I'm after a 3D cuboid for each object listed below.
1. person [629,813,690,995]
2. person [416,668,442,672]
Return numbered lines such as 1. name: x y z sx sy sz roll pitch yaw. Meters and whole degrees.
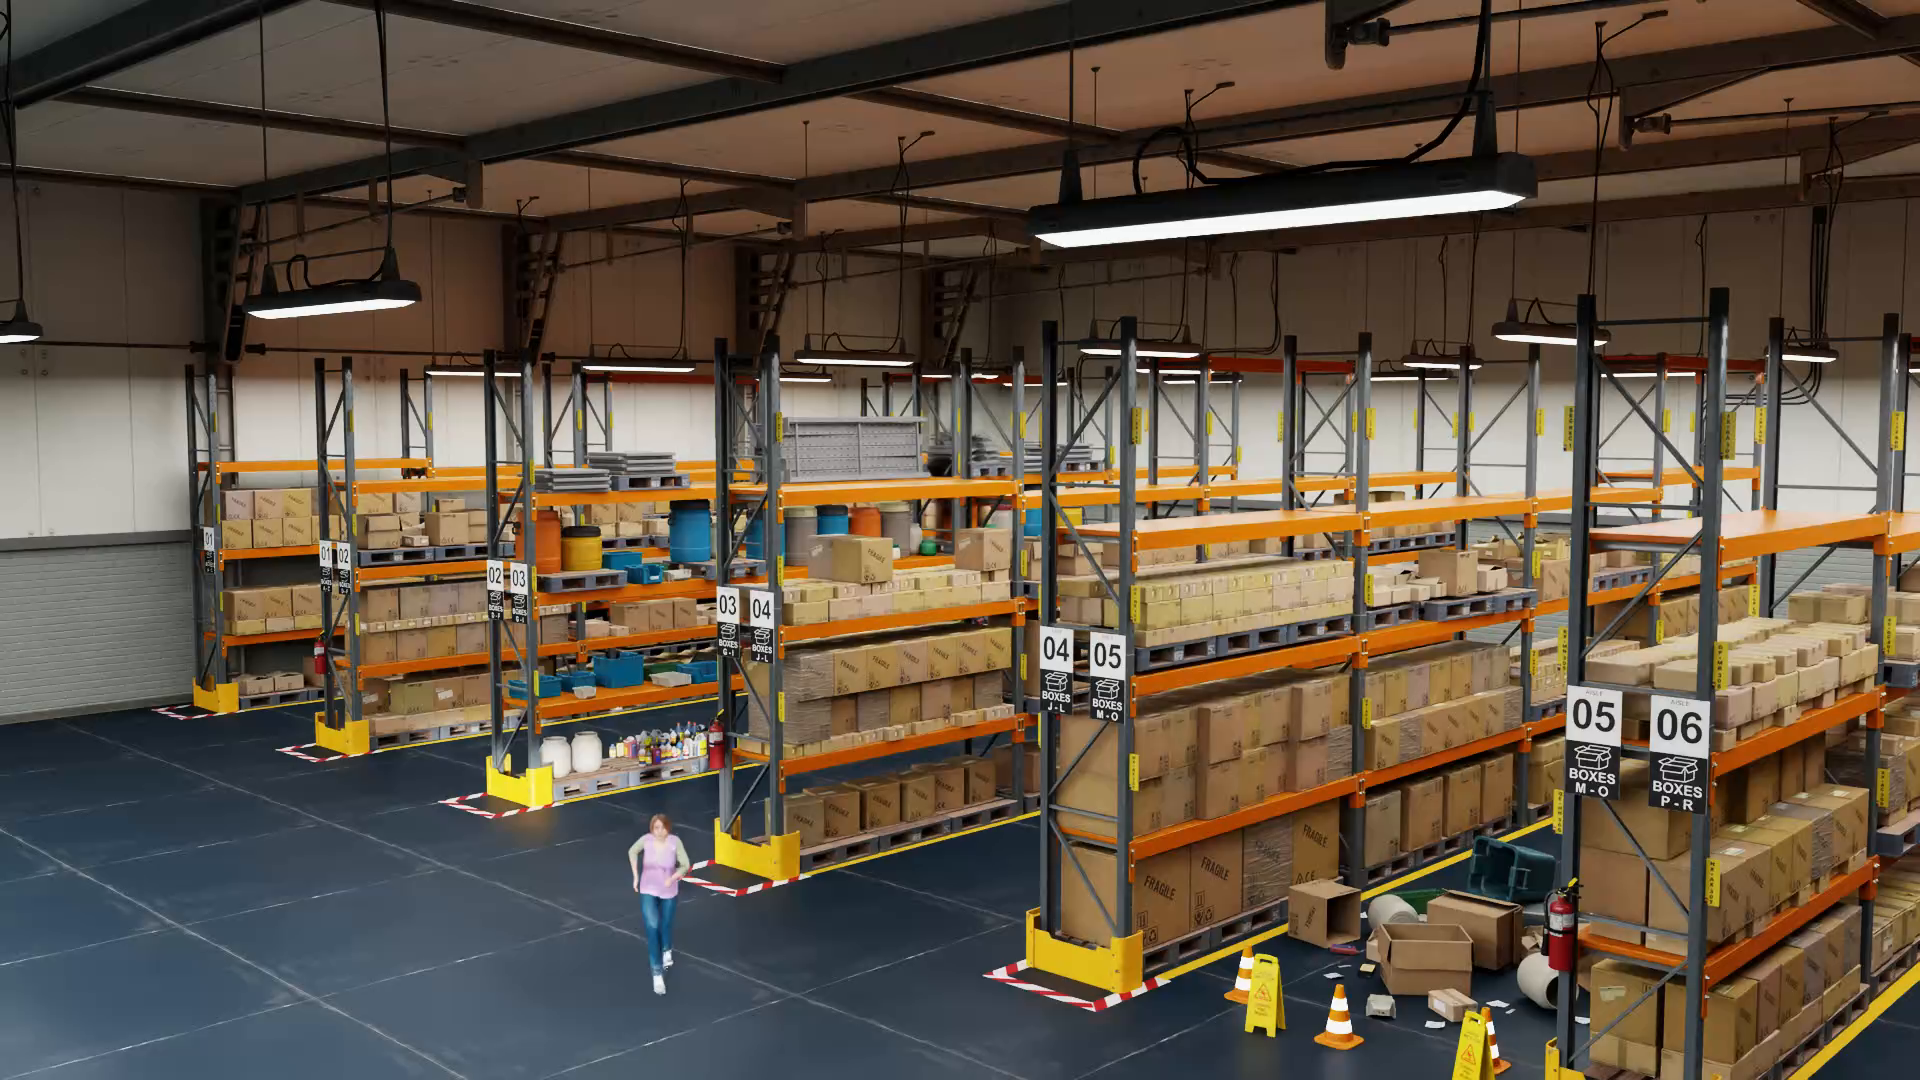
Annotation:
1. person: -2.728 3.224 15.113 0.550 1.605 0.802 -1 4 -10
2. person: -9.117 2.138 28.267 0.688 1.714 0.639 3 5 36
